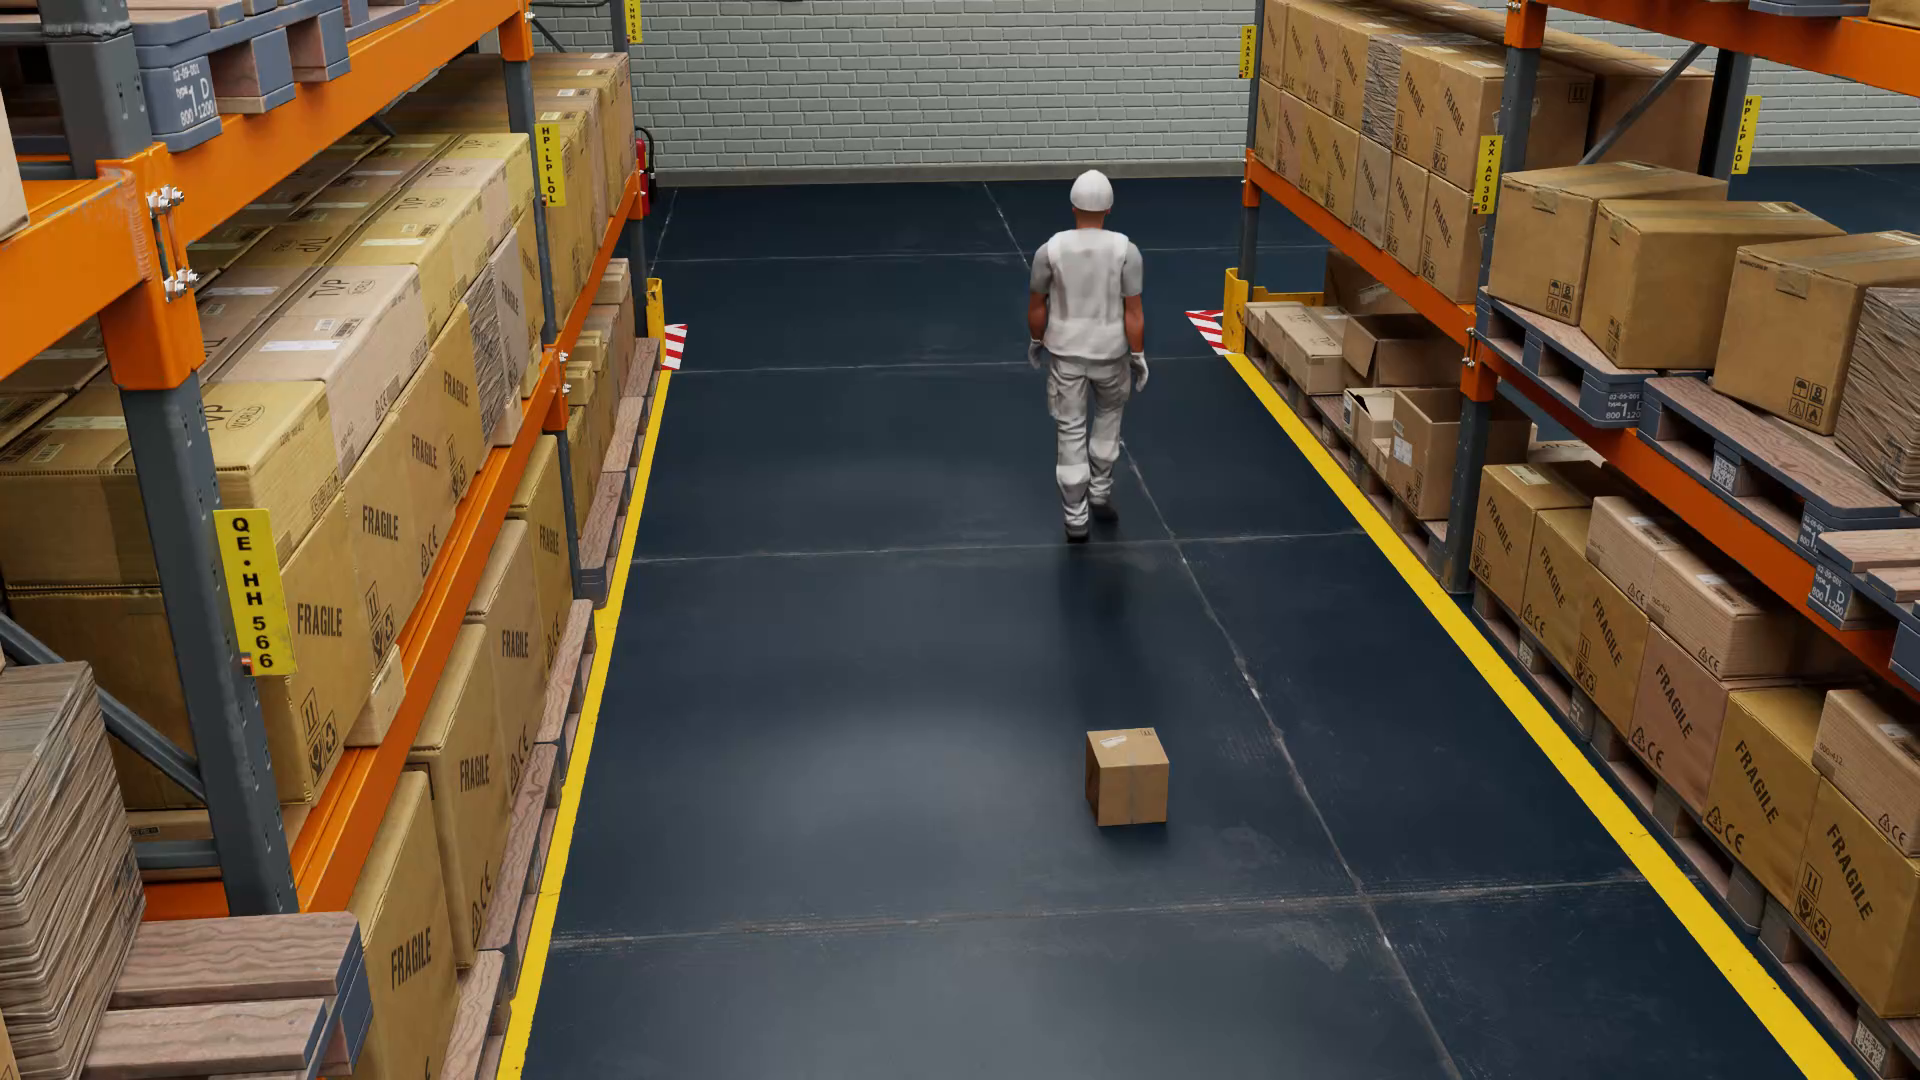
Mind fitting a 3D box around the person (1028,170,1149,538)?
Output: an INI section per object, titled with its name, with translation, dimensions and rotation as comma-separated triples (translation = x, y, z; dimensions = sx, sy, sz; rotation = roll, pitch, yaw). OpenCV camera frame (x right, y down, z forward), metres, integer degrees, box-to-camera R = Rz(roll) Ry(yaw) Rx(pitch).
[person]
translation = 0.621, -0.887, 8.123
dimensions = 0.588, 1.846, 0.534
rotation = 1, 24, 3
